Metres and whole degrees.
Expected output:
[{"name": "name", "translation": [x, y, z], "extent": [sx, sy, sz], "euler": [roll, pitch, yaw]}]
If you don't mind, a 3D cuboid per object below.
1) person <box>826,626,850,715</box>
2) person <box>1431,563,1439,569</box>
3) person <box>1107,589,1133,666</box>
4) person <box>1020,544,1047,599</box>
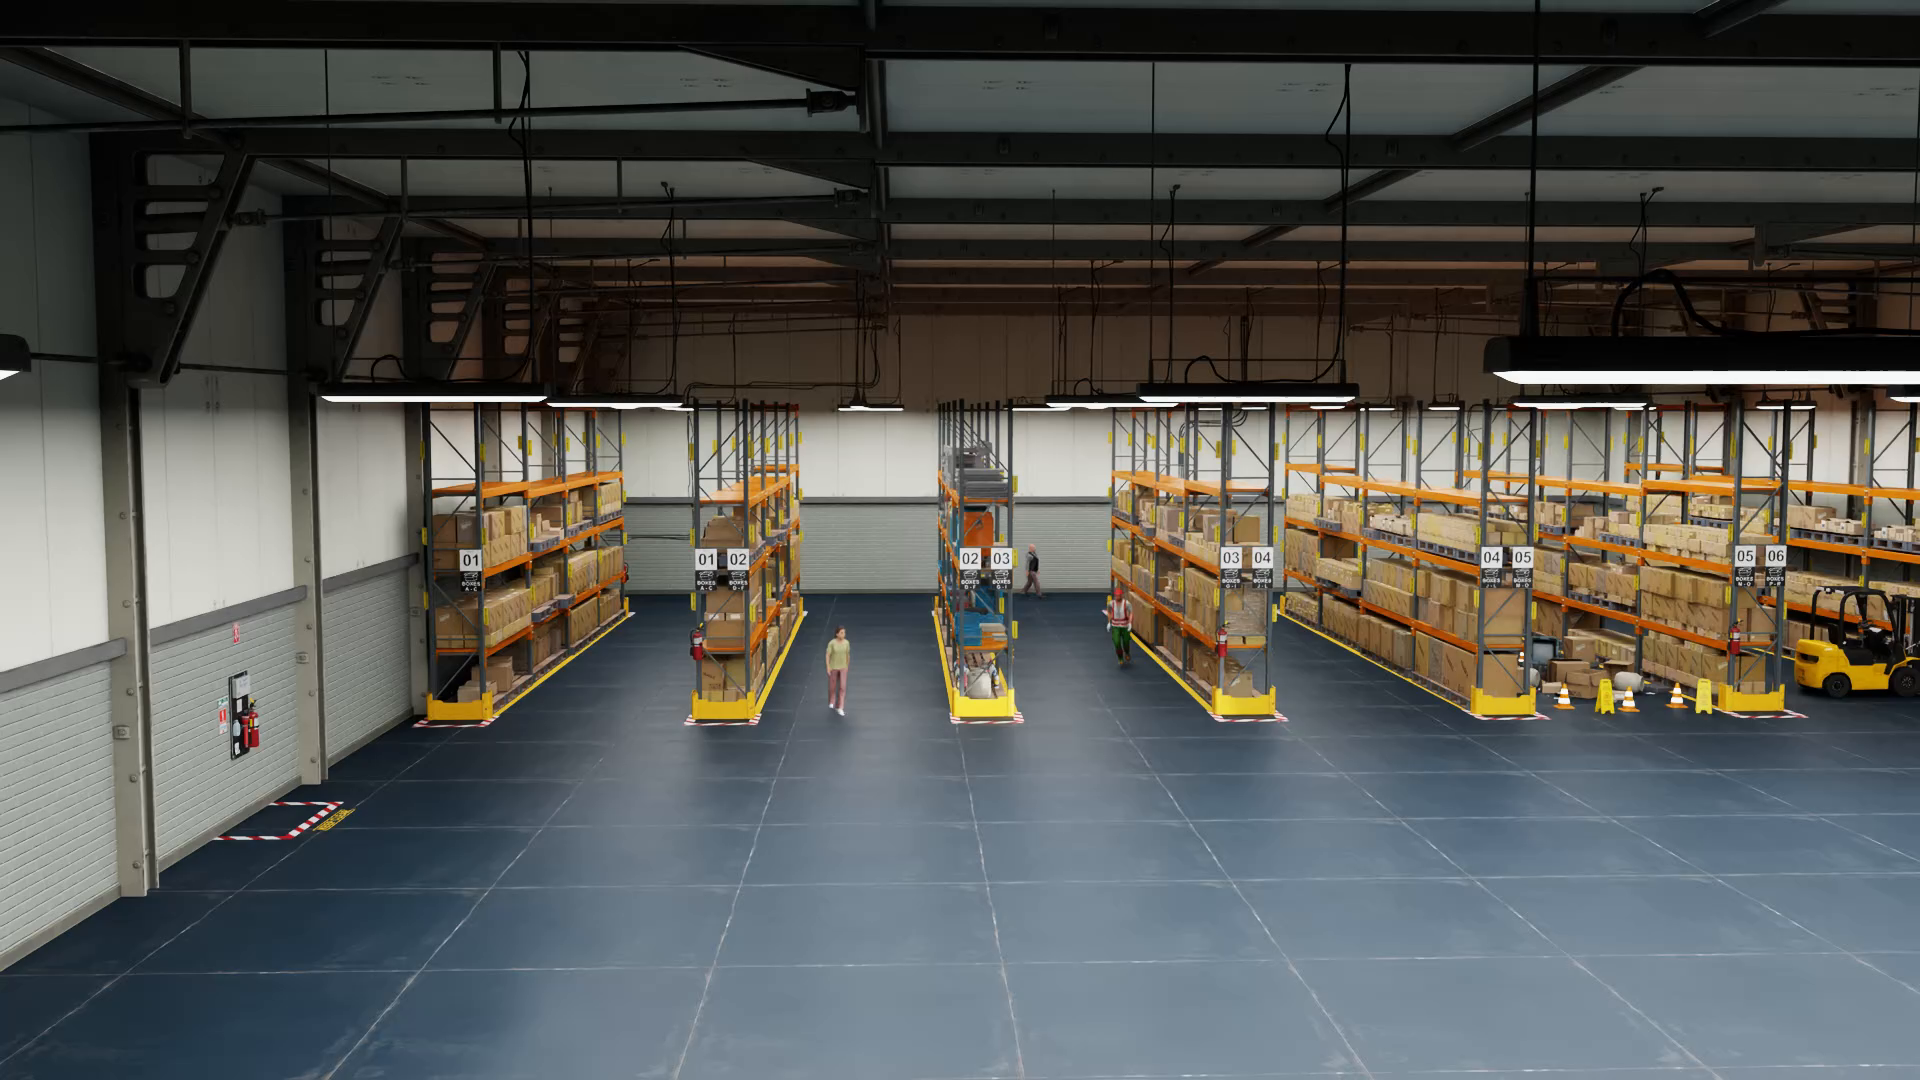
[{"name": "person", "translation": [-2.335, 2.488, 31.951], "extent": [0.523, 1.671, 0.766], "euler": [-2, 5, -21]}, {"name": "person", "translation": [12.824, 1.444, 44.729], "extent": [0.509, 1.696, 1.087], "euler": [-1, 4, -7]}, {"name": "person", "translation": [3.672, 1.964, 38.015], "extent": [0.604, 1.757, 0.738], "euler": [1, 4, 11]}, {"name": "person", "translation": [2.299, 0.970, 51.506], "extent": [0.955, 1.688, 0.556], "euler": [2, 5, 22]}]
